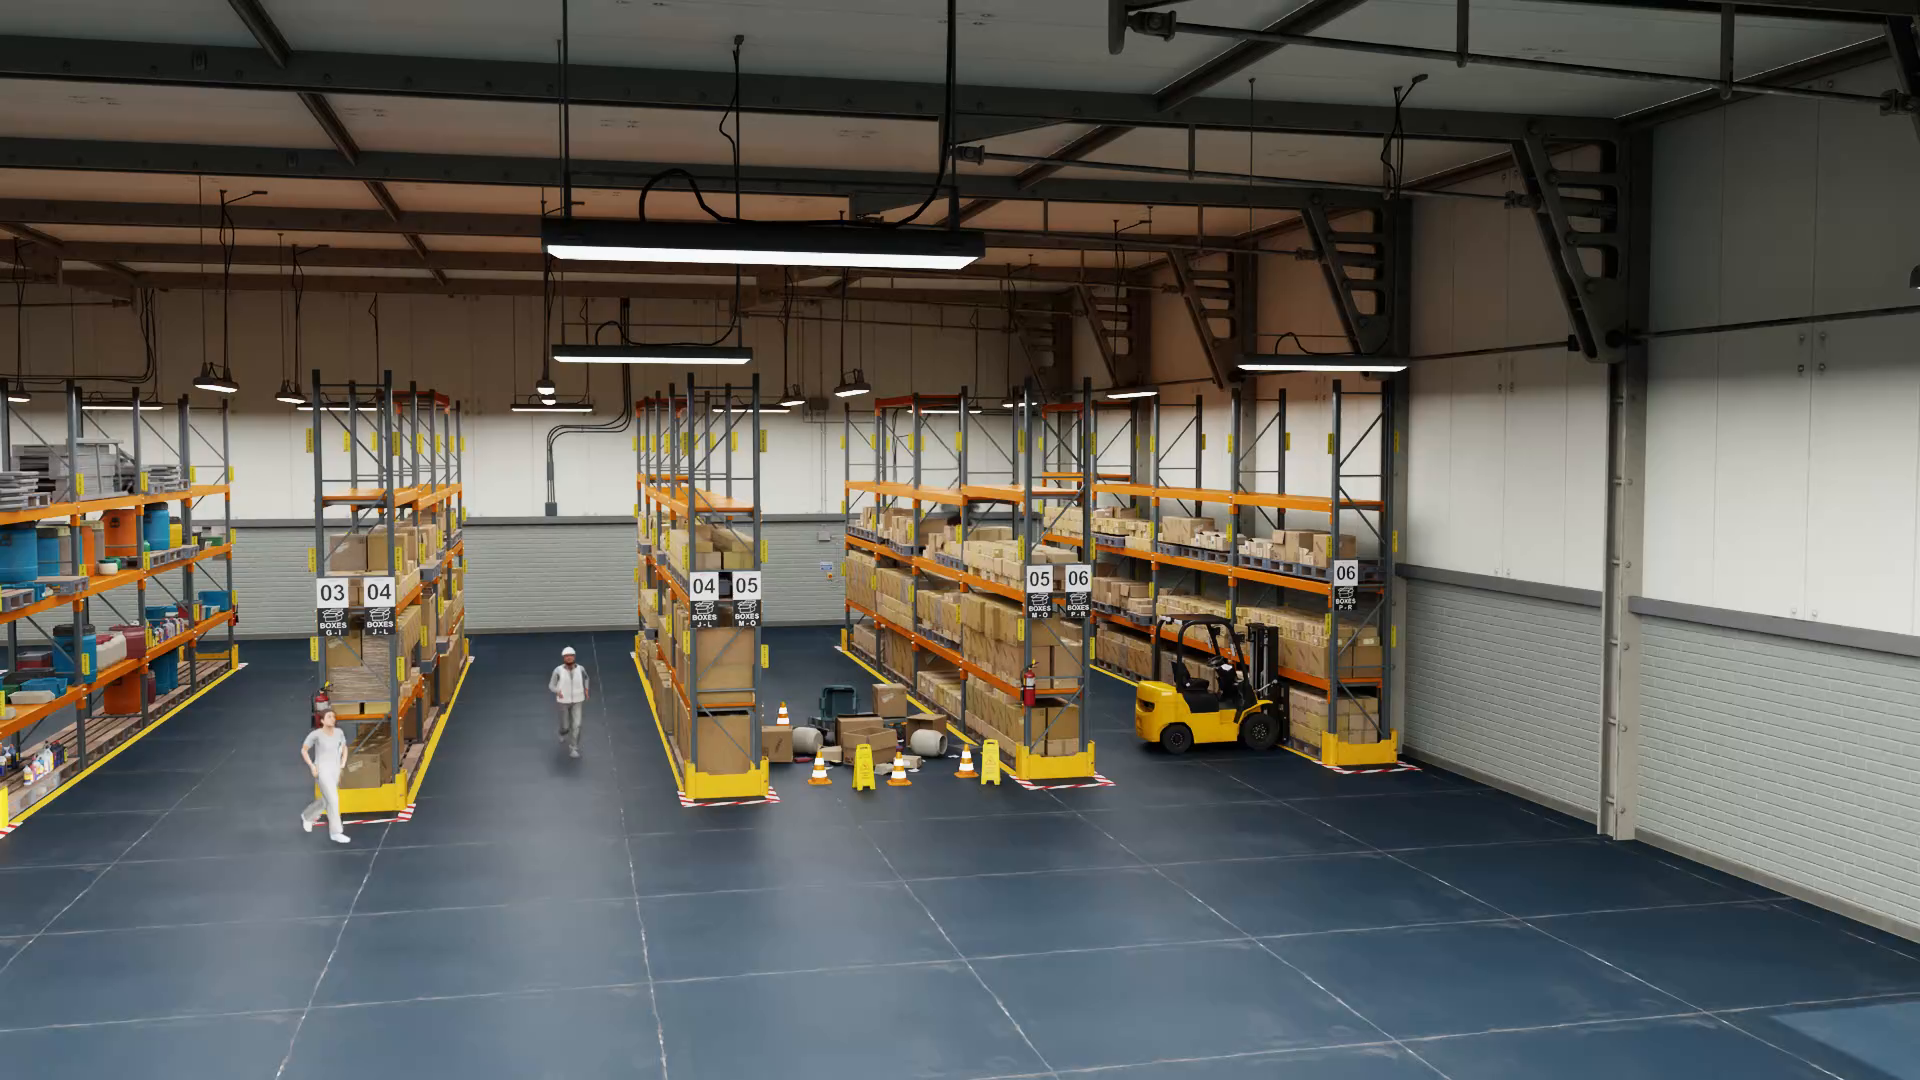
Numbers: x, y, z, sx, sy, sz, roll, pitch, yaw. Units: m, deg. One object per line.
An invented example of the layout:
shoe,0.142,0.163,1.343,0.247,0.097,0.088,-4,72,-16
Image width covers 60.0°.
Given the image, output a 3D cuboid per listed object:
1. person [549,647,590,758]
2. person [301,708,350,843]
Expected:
person,-6.260,2.593,26.763,0.677,1.742,0.896,-1,4,-23
person,-7.986,2.939,20.984,0.925,1.647,0.566,2,4,33
